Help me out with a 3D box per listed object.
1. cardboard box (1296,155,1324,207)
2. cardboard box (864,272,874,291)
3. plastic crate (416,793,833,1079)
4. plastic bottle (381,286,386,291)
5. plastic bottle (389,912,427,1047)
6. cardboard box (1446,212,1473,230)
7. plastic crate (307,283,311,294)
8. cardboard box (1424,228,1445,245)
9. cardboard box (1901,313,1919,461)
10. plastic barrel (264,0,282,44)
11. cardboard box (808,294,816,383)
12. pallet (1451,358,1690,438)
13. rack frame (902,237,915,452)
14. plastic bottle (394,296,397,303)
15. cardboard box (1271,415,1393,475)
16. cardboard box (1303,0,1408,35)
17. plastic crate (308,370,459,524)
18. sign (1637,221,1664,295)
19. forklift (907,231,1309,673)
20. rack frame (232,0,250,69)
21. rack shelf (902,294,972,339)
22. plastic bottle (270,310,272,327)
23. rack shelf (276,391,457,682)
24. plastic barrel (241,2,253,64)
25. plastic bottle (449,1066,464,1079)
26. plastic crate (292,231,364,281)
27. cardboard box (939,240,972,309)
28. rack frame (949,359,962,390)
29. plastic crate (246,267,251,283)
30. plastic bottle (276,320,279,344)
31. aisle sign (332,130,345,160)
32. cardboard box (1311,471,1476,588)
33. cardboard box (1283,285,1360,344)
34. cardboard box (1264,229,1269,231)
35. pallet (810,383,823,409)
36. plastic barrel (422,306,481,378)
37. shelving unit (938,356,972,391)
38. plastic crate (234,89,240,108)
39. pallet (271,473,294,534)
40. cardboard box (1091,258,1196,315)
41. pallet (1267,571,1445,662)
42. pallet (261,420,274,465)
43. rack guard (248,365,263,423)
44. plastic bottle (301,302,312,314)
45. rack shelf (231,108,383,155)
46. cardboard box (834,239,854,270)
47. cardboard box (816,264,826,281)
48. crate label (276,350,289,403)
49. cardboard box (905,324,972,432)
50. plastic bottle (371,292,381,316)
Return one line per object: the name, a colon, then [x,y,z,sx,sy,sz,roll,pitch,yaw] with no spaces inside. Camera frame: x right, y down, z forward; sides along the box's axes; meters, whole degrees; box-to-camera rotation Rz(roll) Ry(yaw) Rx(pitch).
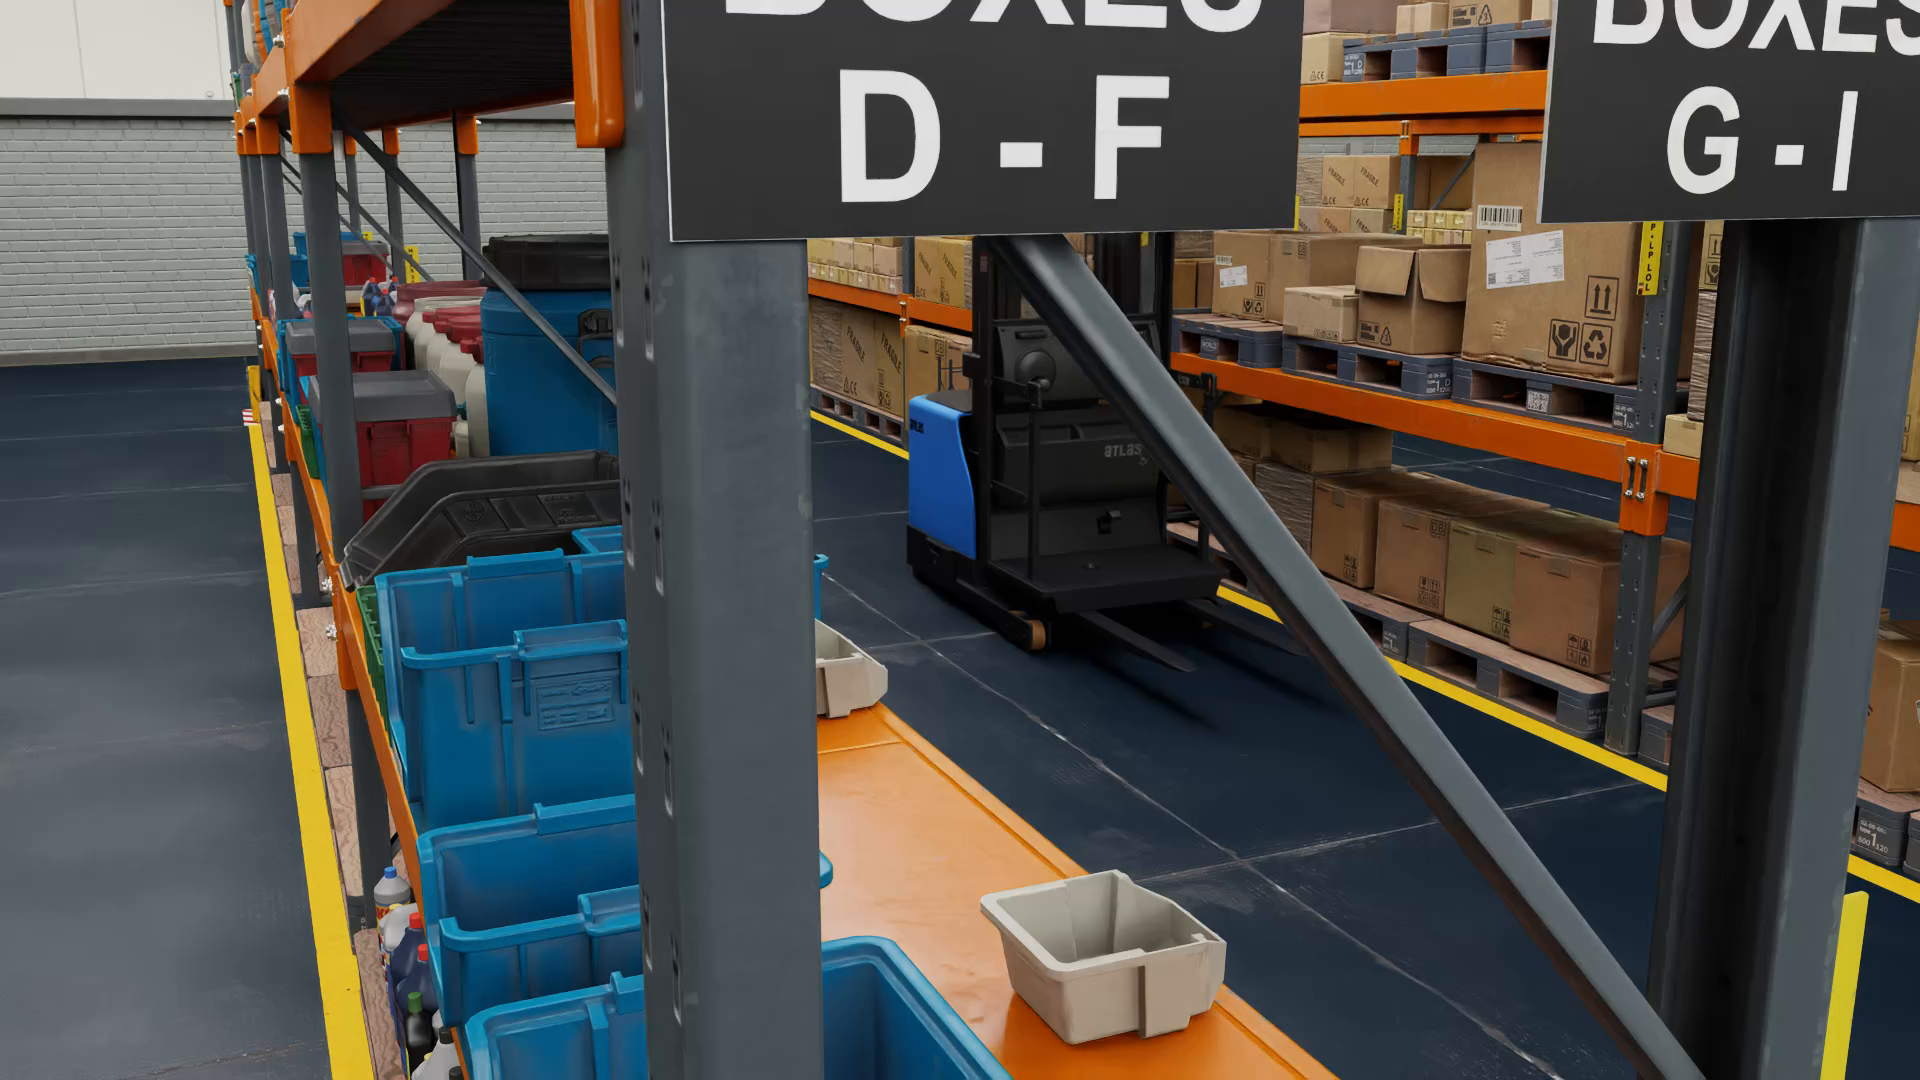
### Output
cardboard box: [3.747,-3.656,16.913,0.500,0.500,0.500,-5,14,-21]
cardboard box: [-0.627,-2.279,14.621,0.380,0.149,0.250,-6,14,-24]
plastic crate: [-0.459,0.526,2.273,0.499,0.251,0.408,-6,14,-23]
plastic bottle: [-3.936,-1.626,11.519,0.152,0.276,0.135,-6,14,-23]
plastic bottle: [-1.389,1.119,4.282,0.144,0.351,0.185,-5,14,-21]
cardboard box: [4.541,-2.828,14.741,0.380,0.149,0.250,-5,14,-22]
plastic crate: [-5.231,-1.916,12.975,0.437,0.125,0.590,-6,14,-23]
cardboard box: [4.429,-2.740,15.021,0.380,0.149,0.250,-6,14,-24]
cardboard box: [3.498,-0.597,5.917,0.875,0.500,0.500,-6,14,-23]
plastic barrel: [-1.997,-2.088,5.474,0.600,0.901,0.600,0,13,0]
cardboard box: [-1.271,-2.133,17.212,0.875,0.875,0.875,-6,14,-23]
pallet: [3.033,-0.686,7.609,1.003,0.211,1.213,-6,14,-23]
rack frame: [0.002,-2.262,13.989,1.000,3.000,0.127,-6,14,-23]
plastic bottle: [-3.587,-1.446,10.741,0.152,0.276,0.135,-6,14,-23]
cardboard box: [2.122,-0.553,9.511,0.500,0.250,0.500,-4,14,-17]
cardboard box: [1.964,-2.860,8.593,0.500,0.500,0.500,-6,14,-25]
plastic crate: [-1.806,-0.265,5.221,0.402,0.464,0.583,-6,14,-23]
sign: [2.699,-1.122,6.498,0.100,0.325,0.005,-6,14,-23]
forklift: [0.721,-0.971,8.566,1.130,2.935,3.031,-5,14,-22]
rack frame: [-4.537,-4.737,11.380,1.000,3.000,0.127,-6,14,-23]
rack shelf: [0.803,-1.498,12.285,1.077,0.370,4.000,-6,14,-23]
plastic bottle: [-4.664,-1.553,11.370,0.097,0.201,0.097,0,13,0]
rack shelf: [-2.133,-0.224,6.782,1.077,0.370,4.000,-6,14,-23]
plastic barrel: [-4.555,-3.415,11.088,0.433,0.535,0.433,0,13,0]
plastic bottle: [-1.068,1.284,3.568,0.144,0.351,0.185,-5,14,-21]
plastic crate: [-5.834,-2.635,15.390,0.616,0.435,0.499,-6,14,-23]
cardboard box: [0.159,-2.089,13.022,0.500,0.500,0.500,-6,14,-23]
rack frame: [0.042,-0.563,10.640,0.240,1.200,0.006,-6,14,-23]
plastic crate: [-6.289,-2.387,14.983,0.250,0.136,0.298,-6,14,-23]
plastic bottle: [-4.073,-1.278,9.998,0.061,0.283,0.133,-6,14,-23]
aisle sign: [-5.899,-3.949,15.513,0.394,0.787,0.004,-6,14,-23]
cardboard box: [2.358,-0.065,9.067,0.700,0.500,0.500,-4,14,-18]
cardboard box: [2.065,-1.200,8.802,0.500,0.250,0.500,-6,14,-25]
cardboard box: [3.543,-3.276,17.490,0.500,0.500,0.500,-6,14,-24]
pallet: [-1.209,-1.571,17.191,1.003,0.211,1.213,-6,14,-23]
plastic barrel: [-1.982,-0.686,6.881,0.433,0.535,0.433,0,13,0]
shelving unit: [0.006,-0.582,10.722,0.258,1.200,0.189,-6,14,-23]
plastic crate: [-5.395,-3.376,12.735,0.293,0.136,0.466,-6,14,-23]
pallet: [-4.266,-0.293,11.666,1.003,0.211,1.213,-6,14,-23]
cardboard box: [1.179,-1.564,10.751,0.500,0.500,0.500,-5,14,-21]
pallet: [2.400,0.337,8.948,1.003,0.211,1.213,-6,14,-23]
pallet: [-5.359,-0.857,14.103,1.003,0.211,1.213,-6,14,-23]
rack guard: [-6.160,-1.427,15.925,1.175,0.500,0.348,-6,14,-23]
plastic bottle: [-4.005,-1.329,10.244,0.097,0.271,0.097,0,13,0]
rack shelf: [-5.338,-3.338,13.585,1.077,0.370,4.000,-6,14,-23]
cardboard box: [-0.830,-2.613,15.181,0.500,0.250,0.500,-5,14,-22]
cardboard box: [-1.143,-2.545,15.770,0.380,0.149,0.250,-6,14,-24]
crate label: [-3.109,-0.785,7.982,0.303,0.233,0.416,-6,14,-23]
cardboard box: [0.276,-1.301,13.618,1.225,0.875,0.875,-6,14,-23]
plastic bottle: [-3.841,-1.505,11.004,0.097,0.271,0.097,0,13,0]
